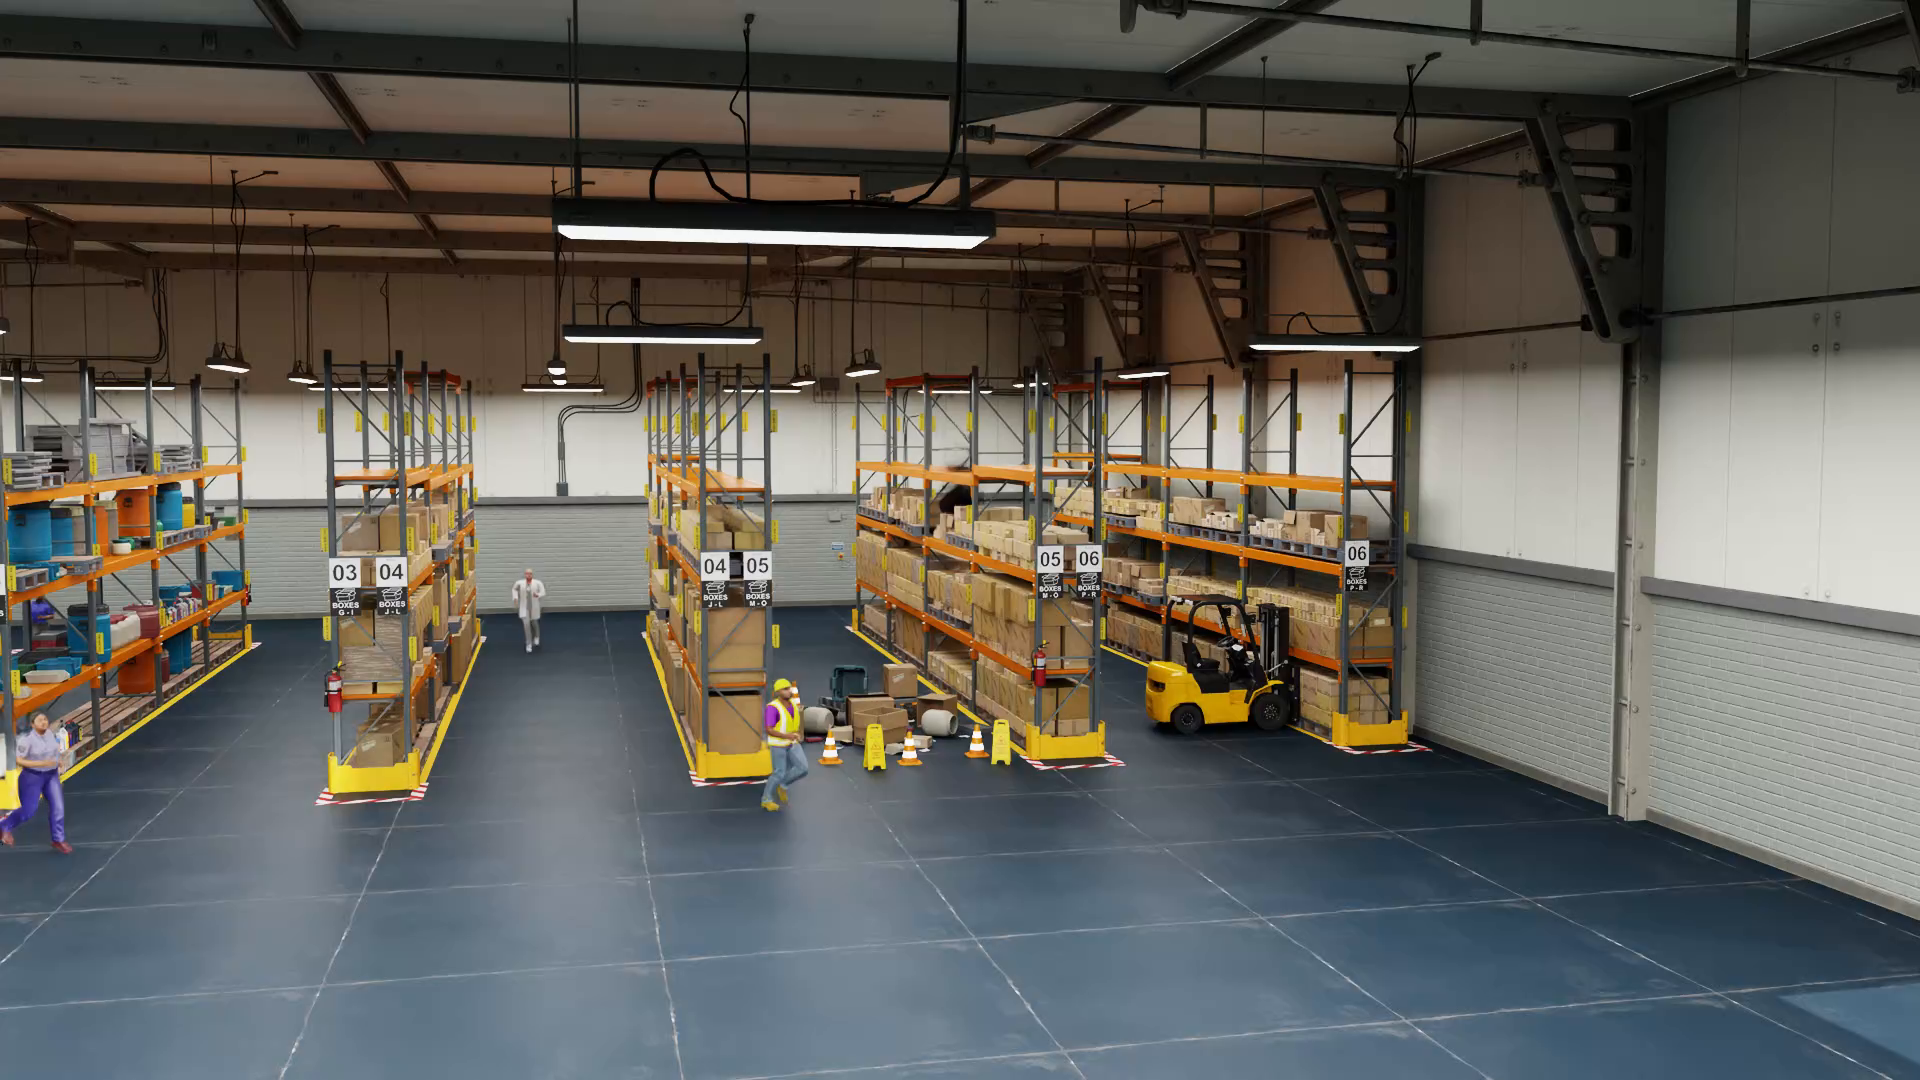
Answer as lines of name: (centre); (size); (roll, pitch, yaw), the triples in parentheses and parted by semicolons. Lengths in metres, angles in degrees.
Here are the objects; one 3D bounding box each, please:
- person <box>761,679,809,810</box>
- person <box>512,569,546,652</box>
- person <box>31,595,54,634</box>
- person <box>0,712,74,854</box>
person: (-2.243, 2.638, 21.506); (0.745, 1.717, 0.728); (3, 5, 38)
person: (-9.580, 1.538, 36.987); (0.717, 1.803, 1.055); (-1, 4, -15)
person: (-18.547, 1.850, 33.502); (0.545, 1.720, 0.767); (-2, 4, -27)
person: (-10.829, 2.832, 19.506); (0.933, 1.664, 0.615); (2, 4, 22)
